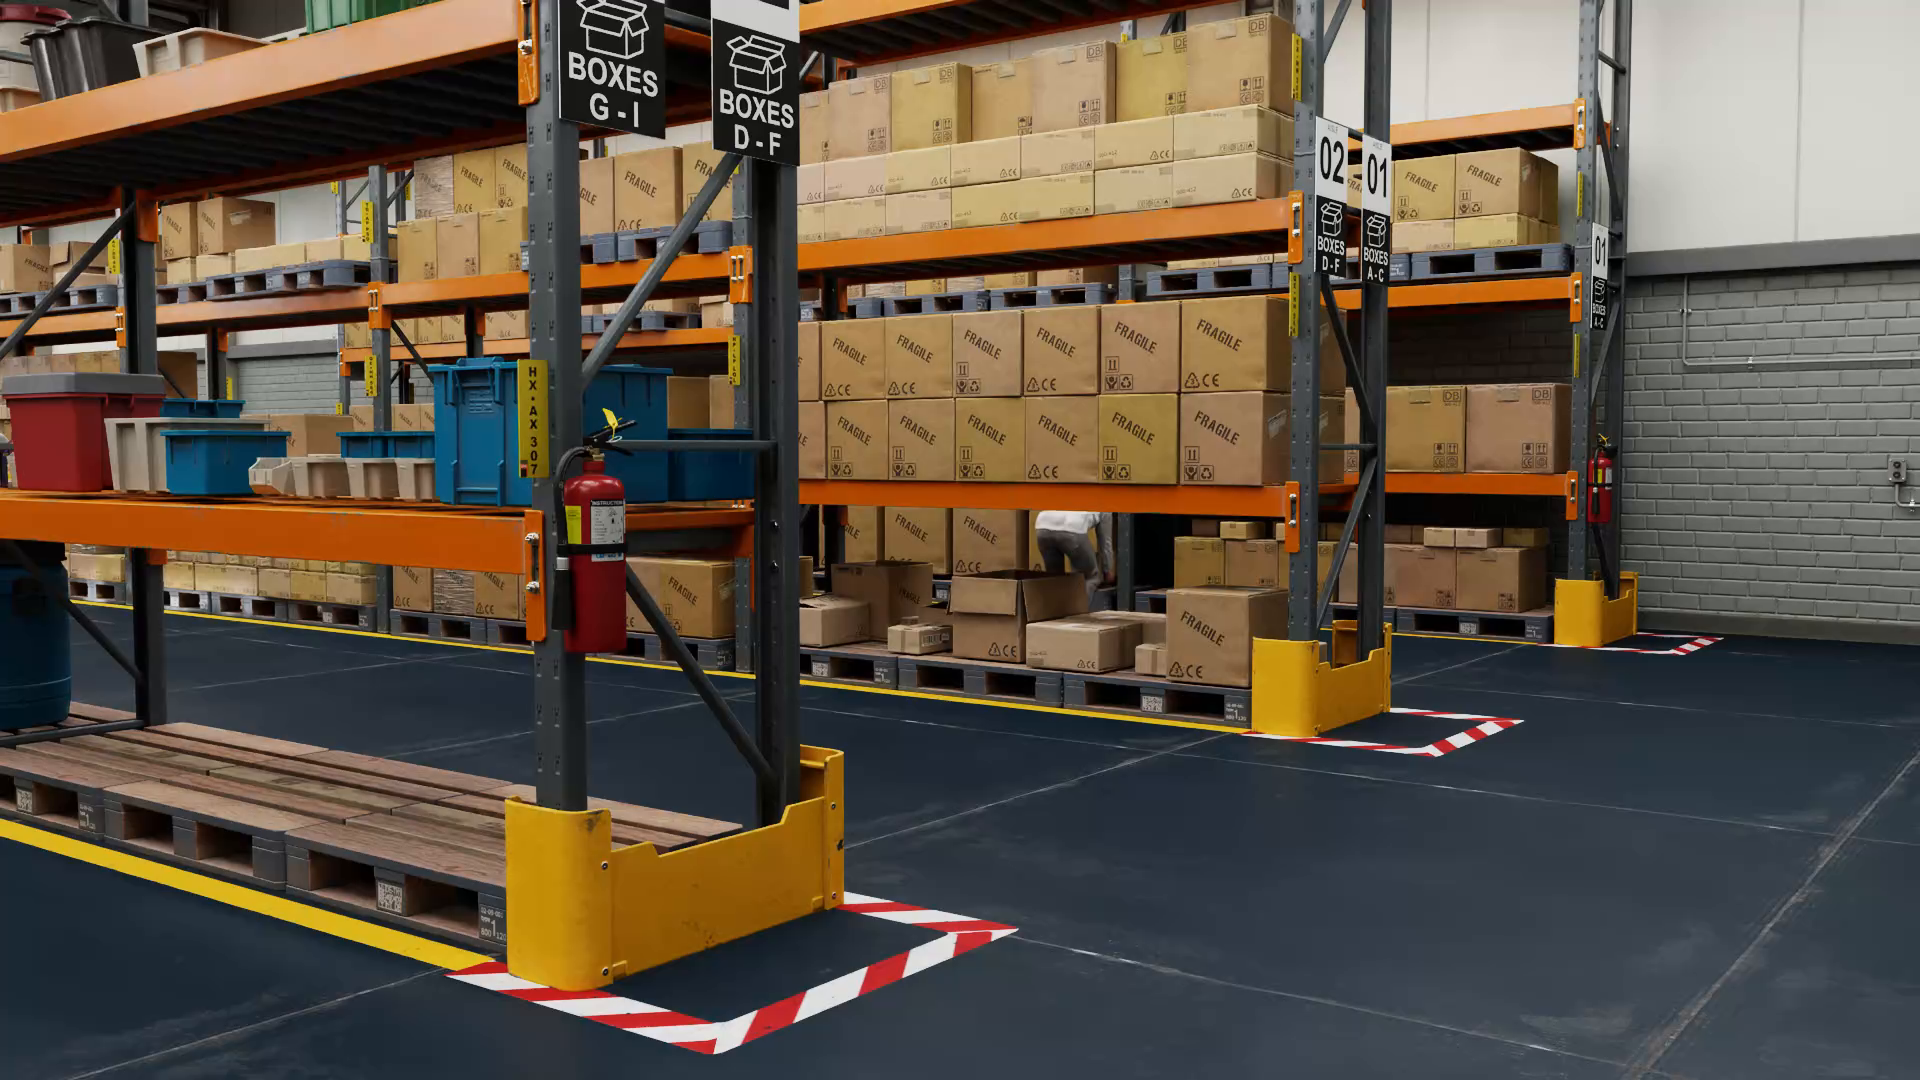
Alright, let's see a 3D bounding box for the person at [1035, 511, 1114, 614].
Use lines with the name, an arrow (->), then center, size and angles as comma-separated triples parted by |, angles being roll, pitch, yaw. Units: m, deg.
person -> 0.989, 0.134, 13.680 | 0.483, 1.228, 0.975 | 2, 4, 34
